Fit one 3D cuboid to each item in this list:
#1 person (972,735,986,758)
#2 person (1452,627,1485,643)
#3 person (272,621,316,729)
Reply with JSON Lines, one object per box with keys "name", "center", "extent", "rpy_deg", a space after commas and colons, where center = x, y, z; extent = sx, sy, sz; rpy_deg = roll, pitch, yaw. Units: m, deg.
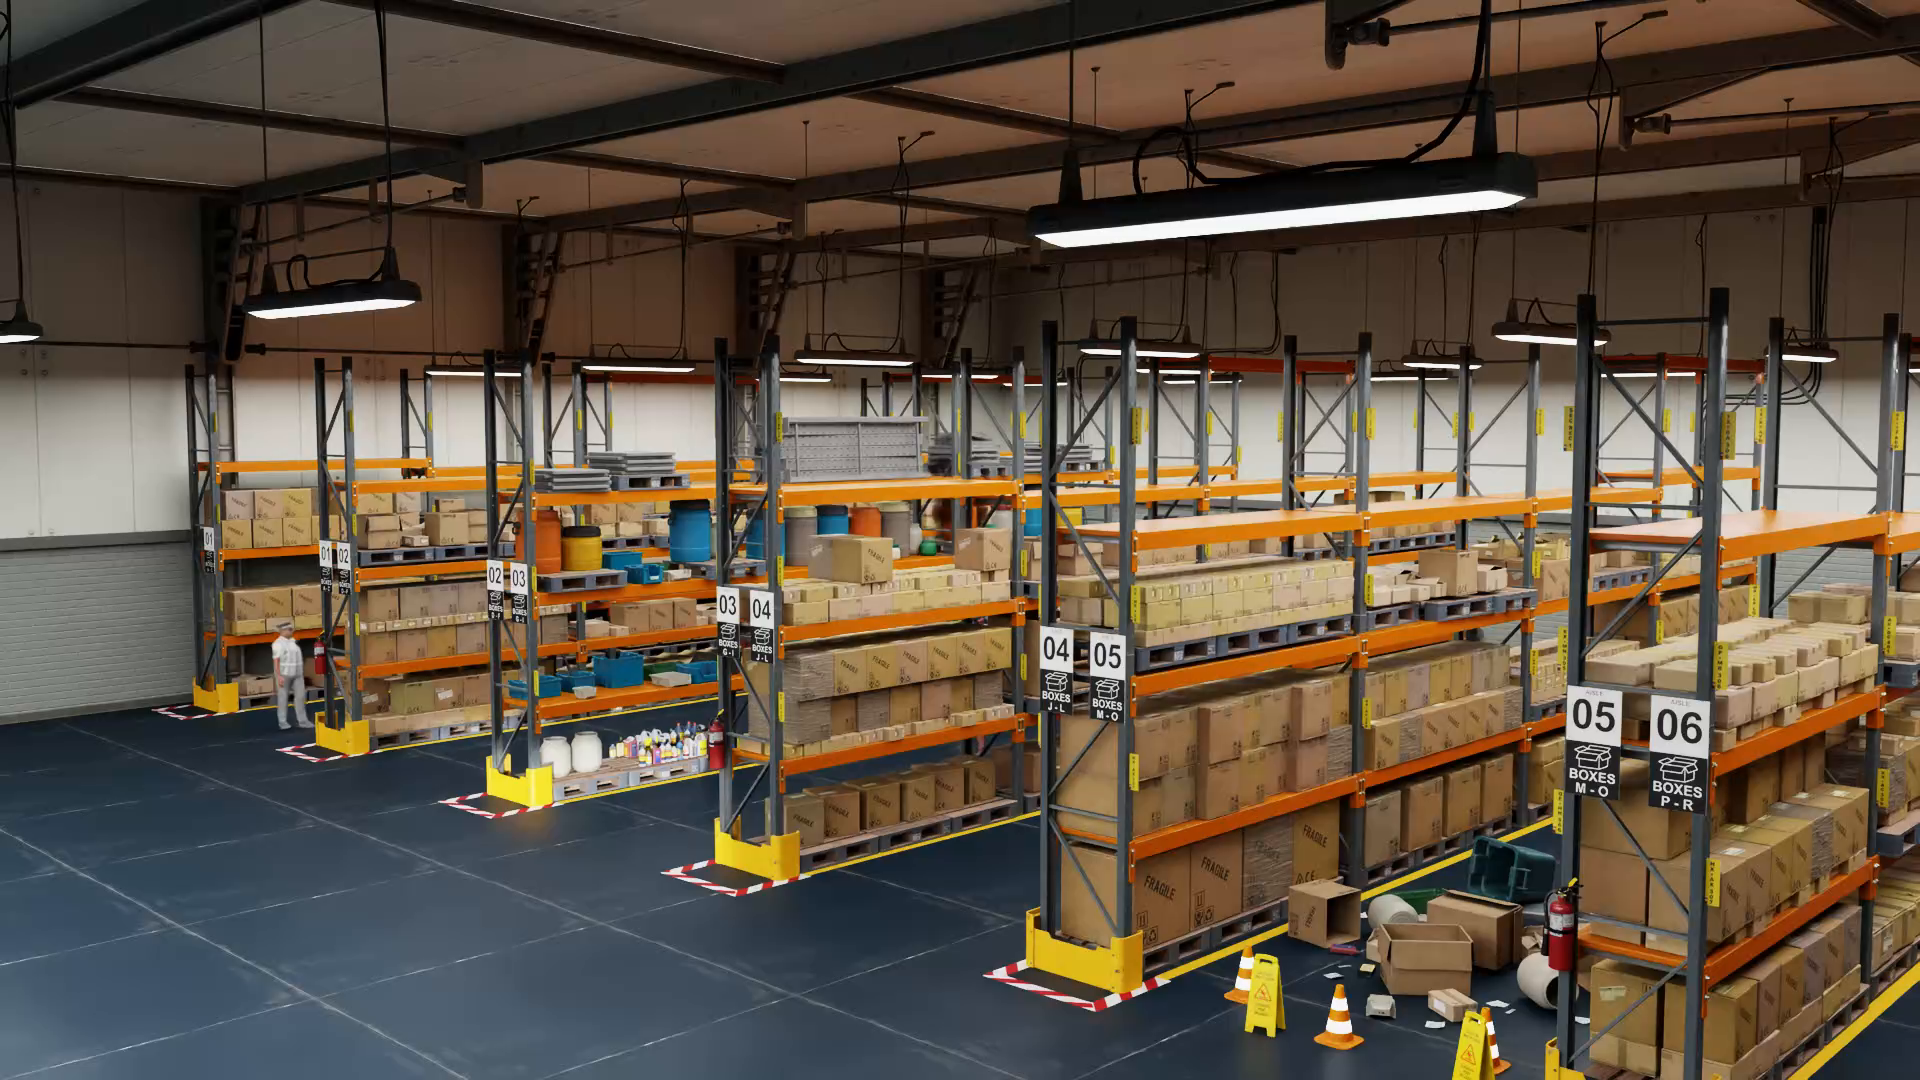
{"name": "person", "center": [0.168, 2.473, 24.529], "extent": [0.481, 1.716, 0.530], "rpy_deg": [0, 4, 3]}
{"name": "person", "center": [9.534, 1.923, 31.133], "extent": [0.669, 1.678, 0.979], "rpy_deg": [-1, 4, -12]}
{"name": "person", "center": [-10.924, 2.203, 27.213], "extent": [0.591, 1.769, 0.582], "rpy_deg": [3, 5, 34]}
